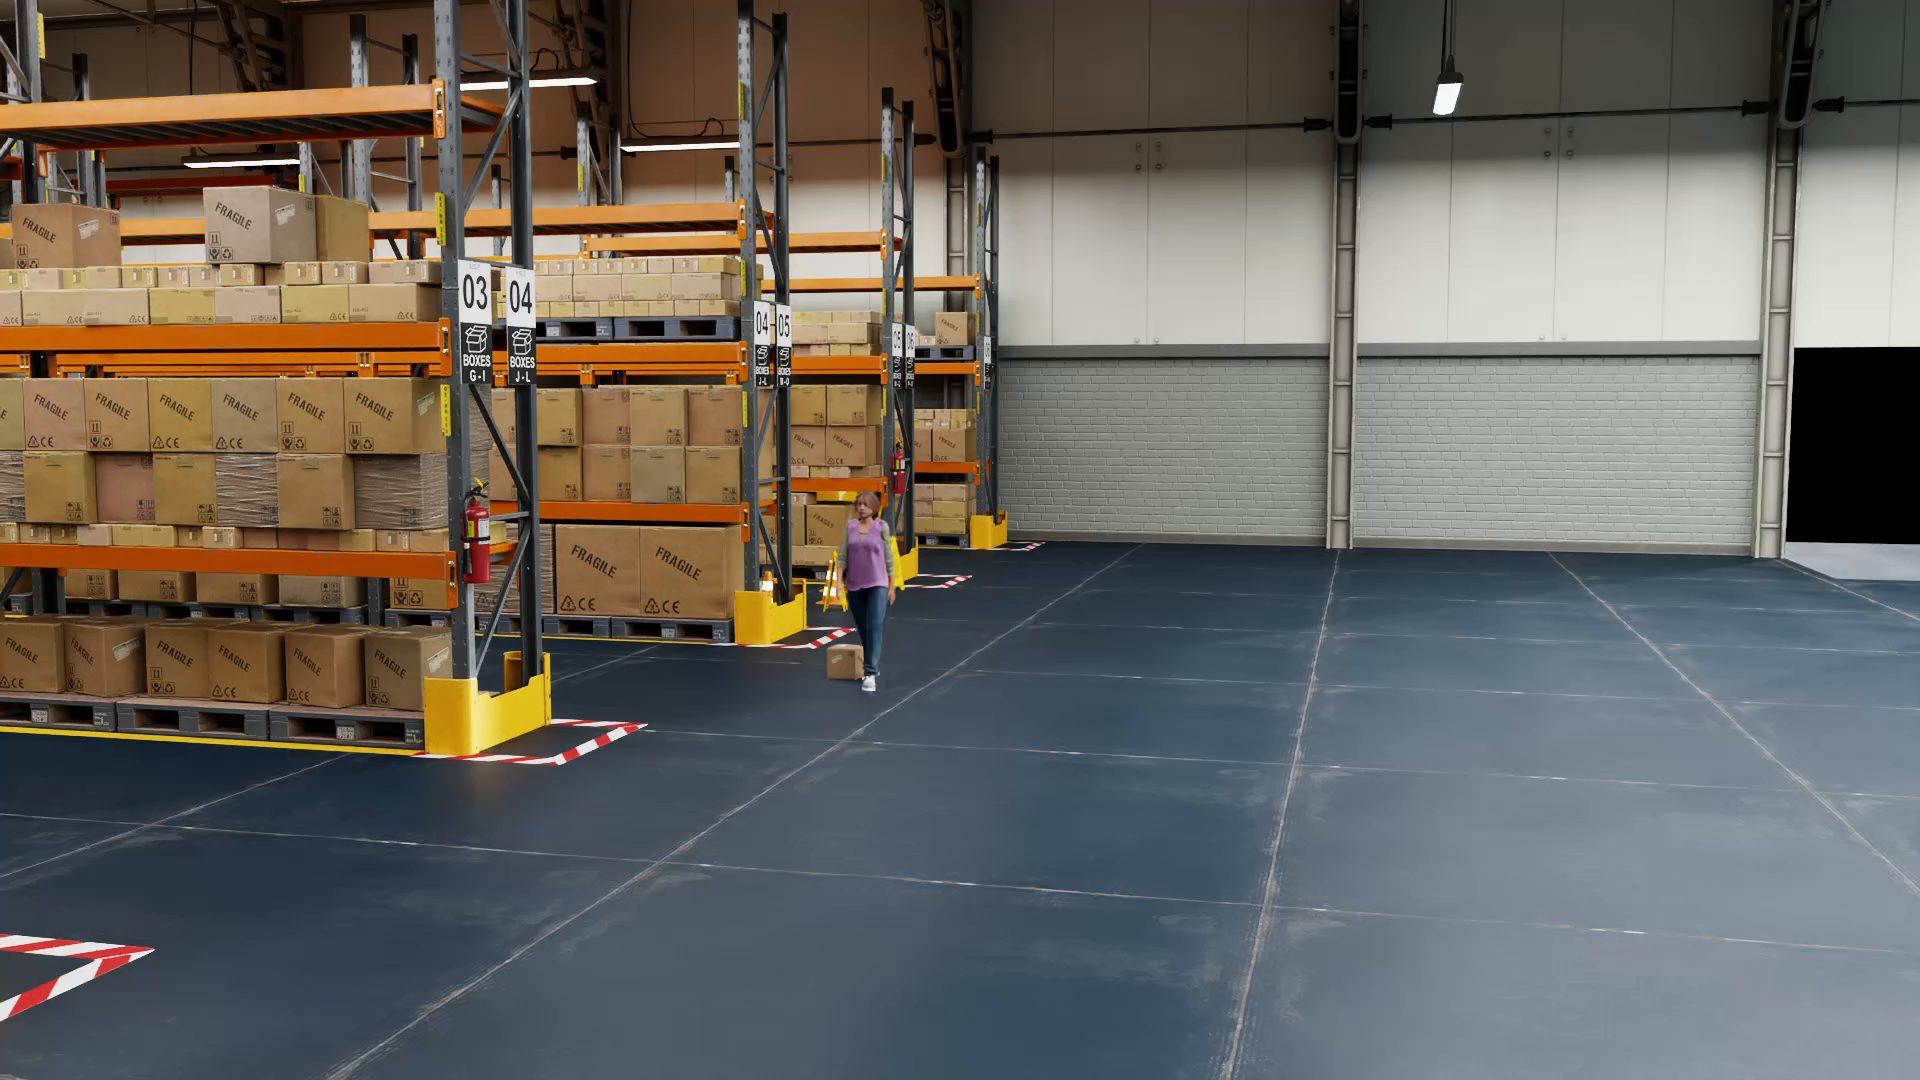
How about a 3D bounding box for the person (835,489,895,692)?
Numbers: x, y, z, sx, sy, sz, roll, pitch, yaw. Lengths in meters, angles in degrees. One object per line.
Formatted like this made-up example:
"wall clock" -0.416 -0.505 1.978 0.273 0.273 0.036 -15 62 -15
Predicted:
"person" -0.771 0.382 13.175 0.438 1.557 0.873 1 5 15
